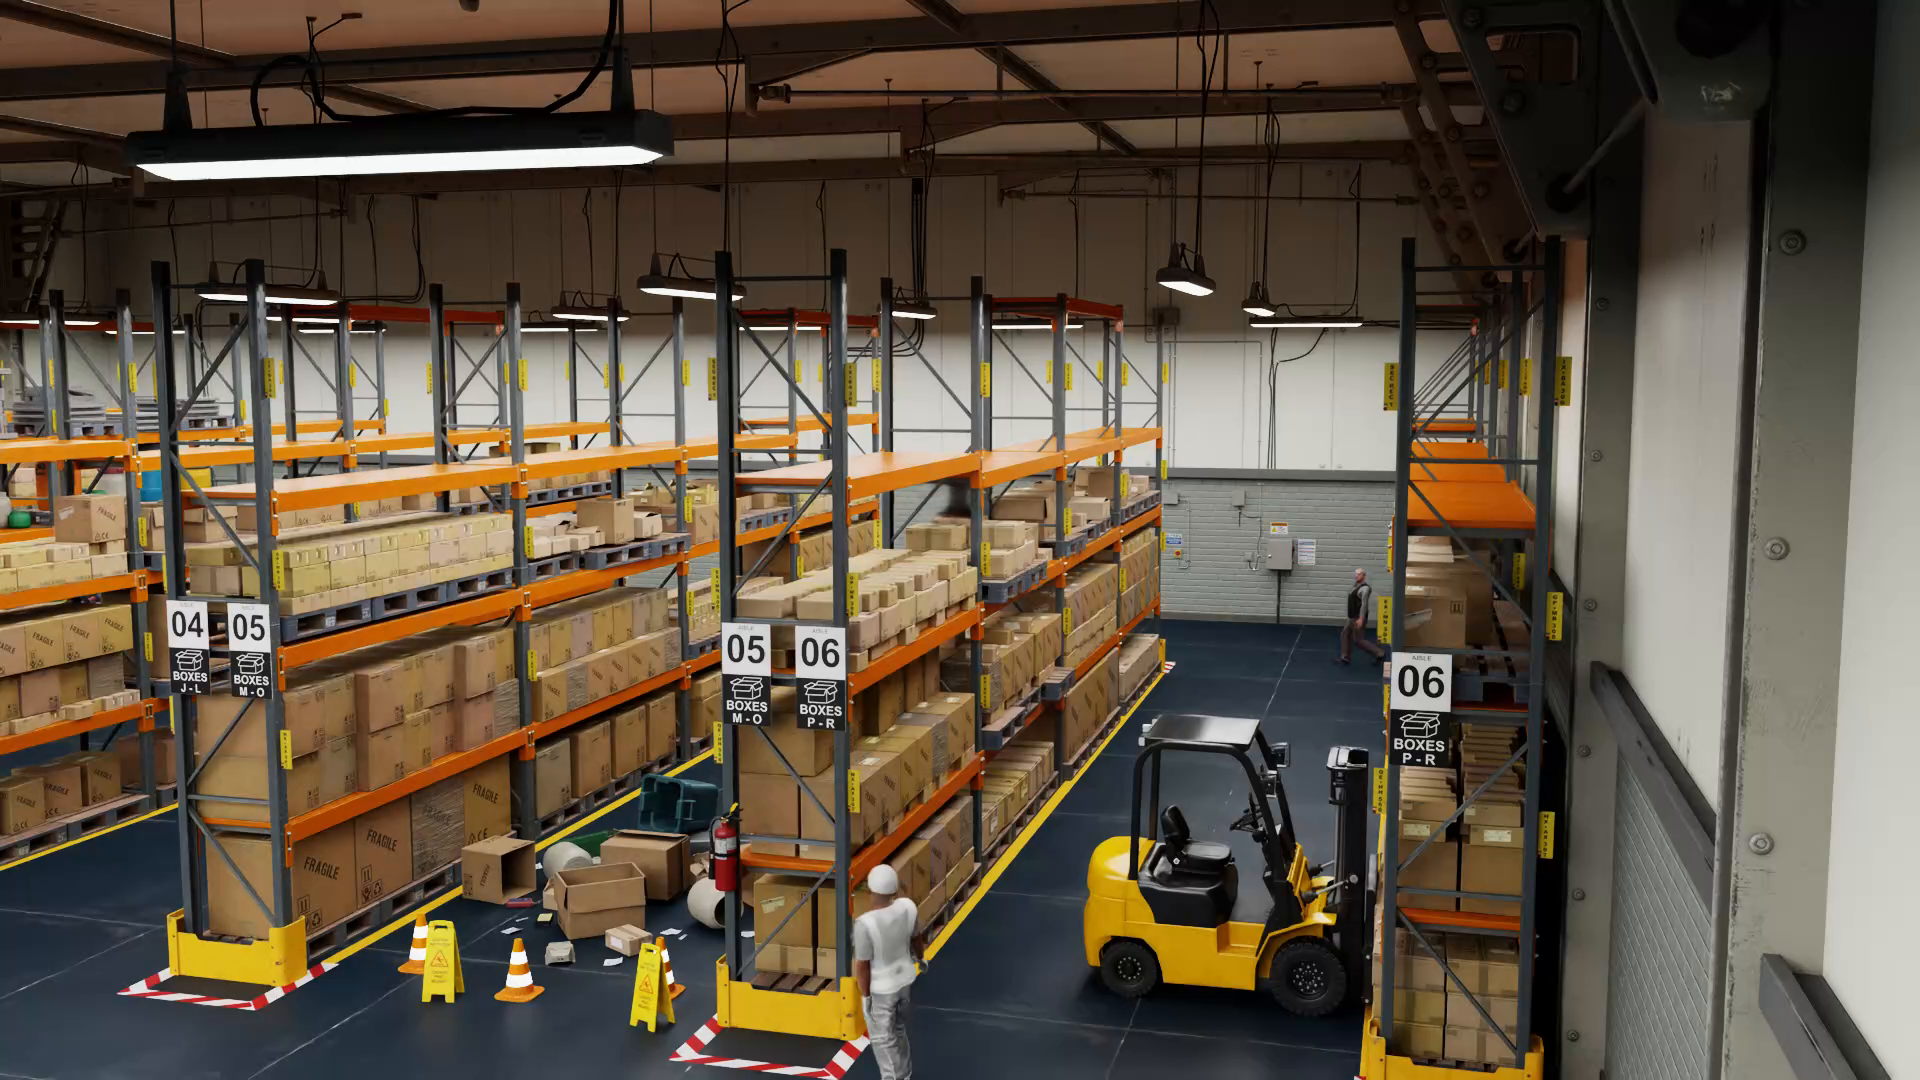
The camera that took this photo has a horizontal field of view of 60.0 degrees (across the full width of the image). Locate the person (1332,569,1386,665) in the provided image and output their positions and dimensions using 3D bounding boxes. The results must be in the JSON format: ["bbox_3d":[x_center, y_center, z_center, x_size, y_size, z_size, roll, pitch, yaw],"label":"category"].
[{"bbox_3d":[6.832,1.323,28.386,0.913,1.680,0.637,2,6,16],"label":"person"}]

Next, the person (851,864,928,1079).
[{"bbox_3d":[-0.477,3.062,11.466,0.440,1.792,0.800,4,7,32],"label":"person"}]
